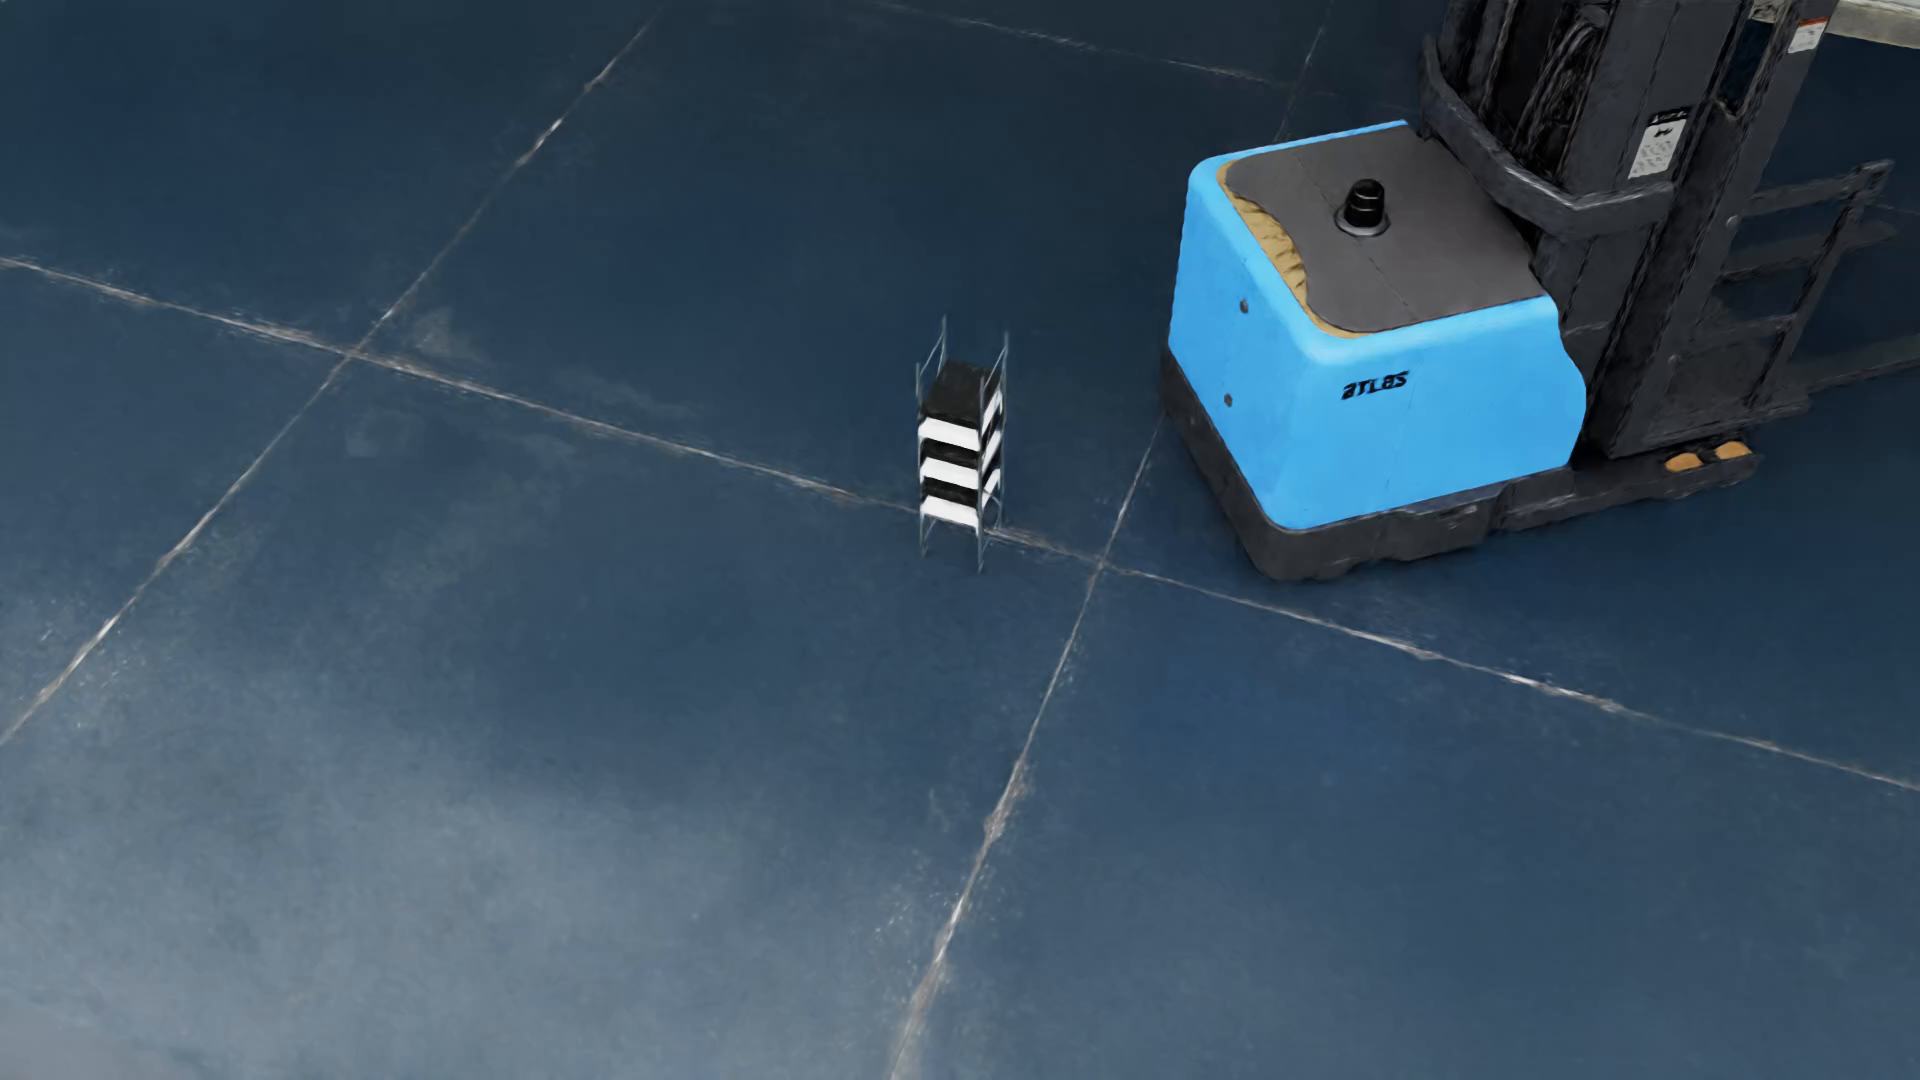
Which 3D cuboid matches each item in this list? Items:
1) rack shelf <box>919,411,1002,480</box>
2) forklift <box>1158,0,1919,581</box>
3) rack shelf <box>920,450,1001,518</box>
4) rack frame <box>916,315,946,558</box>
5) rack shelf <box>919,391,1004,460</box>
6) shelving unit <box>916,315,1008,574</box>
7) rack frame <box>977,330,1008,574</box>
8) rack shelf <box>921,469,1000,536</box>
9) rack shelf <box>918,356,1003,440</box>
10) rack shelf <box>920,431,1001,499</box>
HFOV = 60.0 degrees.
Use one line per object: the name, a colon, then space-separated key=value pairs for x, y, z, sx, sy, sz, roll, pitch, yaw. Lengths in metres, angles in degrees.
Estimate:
rack shelf: x=0.008 y=-0.330 z=5.365 sx=0.200 sy=0.077 sz=0.258 roll=16 pitch=51 yaw=13
forklift: x=2.306 y=-1.477 z=5.090 sx=3.031 sy=2.935 sz=1.130 roll=-13 pitch=50 yaw=-11
rack shelf: x=0.008 y=-0.212 z=5.501 sx=0.200 sy=0.077 sz=0.258 roll=16 pitch=51 yaw=13
rack frame: x=-0.088 y=-0.319 z=5.431 sx=0.006 sy=0.900 sz=0.240 roll=16 pitch=51 yaw=13
rack shelf: x=0.008 y=-0.389 z=5.297 sx=0.200 sy=0.077 sz=0.258 roll=16 pitch=51 yaw=13
shelving unit: x=0.008 y=-0.293 z=5.408 sx=0.210 sy=0.900 sz=0.258 roll=16 pitch=51 yaw=13
rack frame: x=0.103 y=-0.266 z=5.385 sx=0.006 sy=0.900 sz=0.240 roll=16 pitch=51 yaw=13
rack shelf: x=0.008 y=-0.153 z=5.569 sx=0.200 sy=0.077 sz=0.258 roll=16 pitch=51 yaw=13
rack shelf: x=0.008 y=-0.448 z=5.229 sx=0.200 sy=0.077 sz=0.258 roll=16 pitch=51 yaw=13
rack shelf: x=0.008 y=-0.271 z=5.433 sx=0.200 sy=0.077 sz=0.258 roll=16 pitch=51 yaw=13
